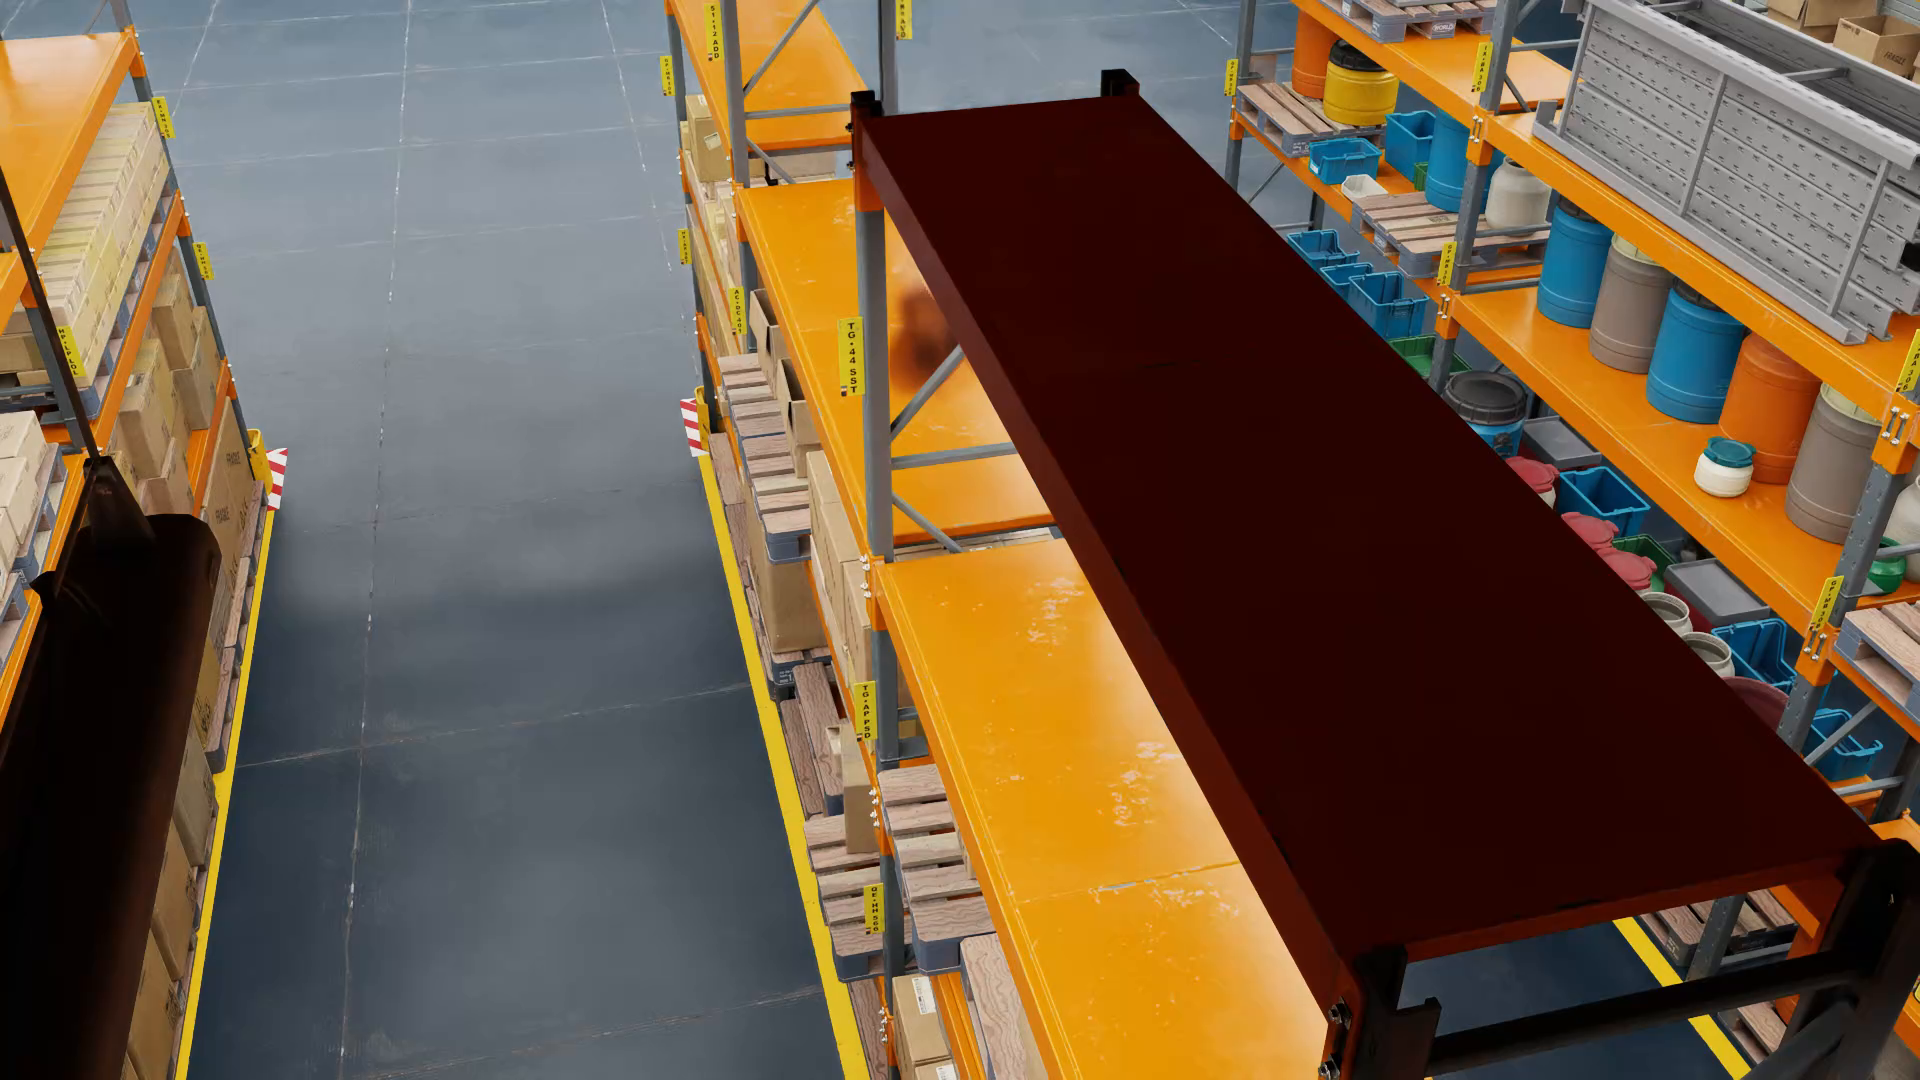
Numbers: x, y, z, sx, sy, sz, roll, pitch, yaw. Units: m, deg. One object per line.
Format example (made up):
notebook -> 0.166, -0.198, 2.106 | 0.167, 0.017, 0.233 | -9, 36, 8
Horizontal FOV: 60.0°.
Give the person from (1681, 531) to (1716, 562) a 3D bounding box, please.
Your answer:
person -> 6.012, -0.580, 13.390 | 0.691, 1.763, 0.799 | -13, 36, -18
